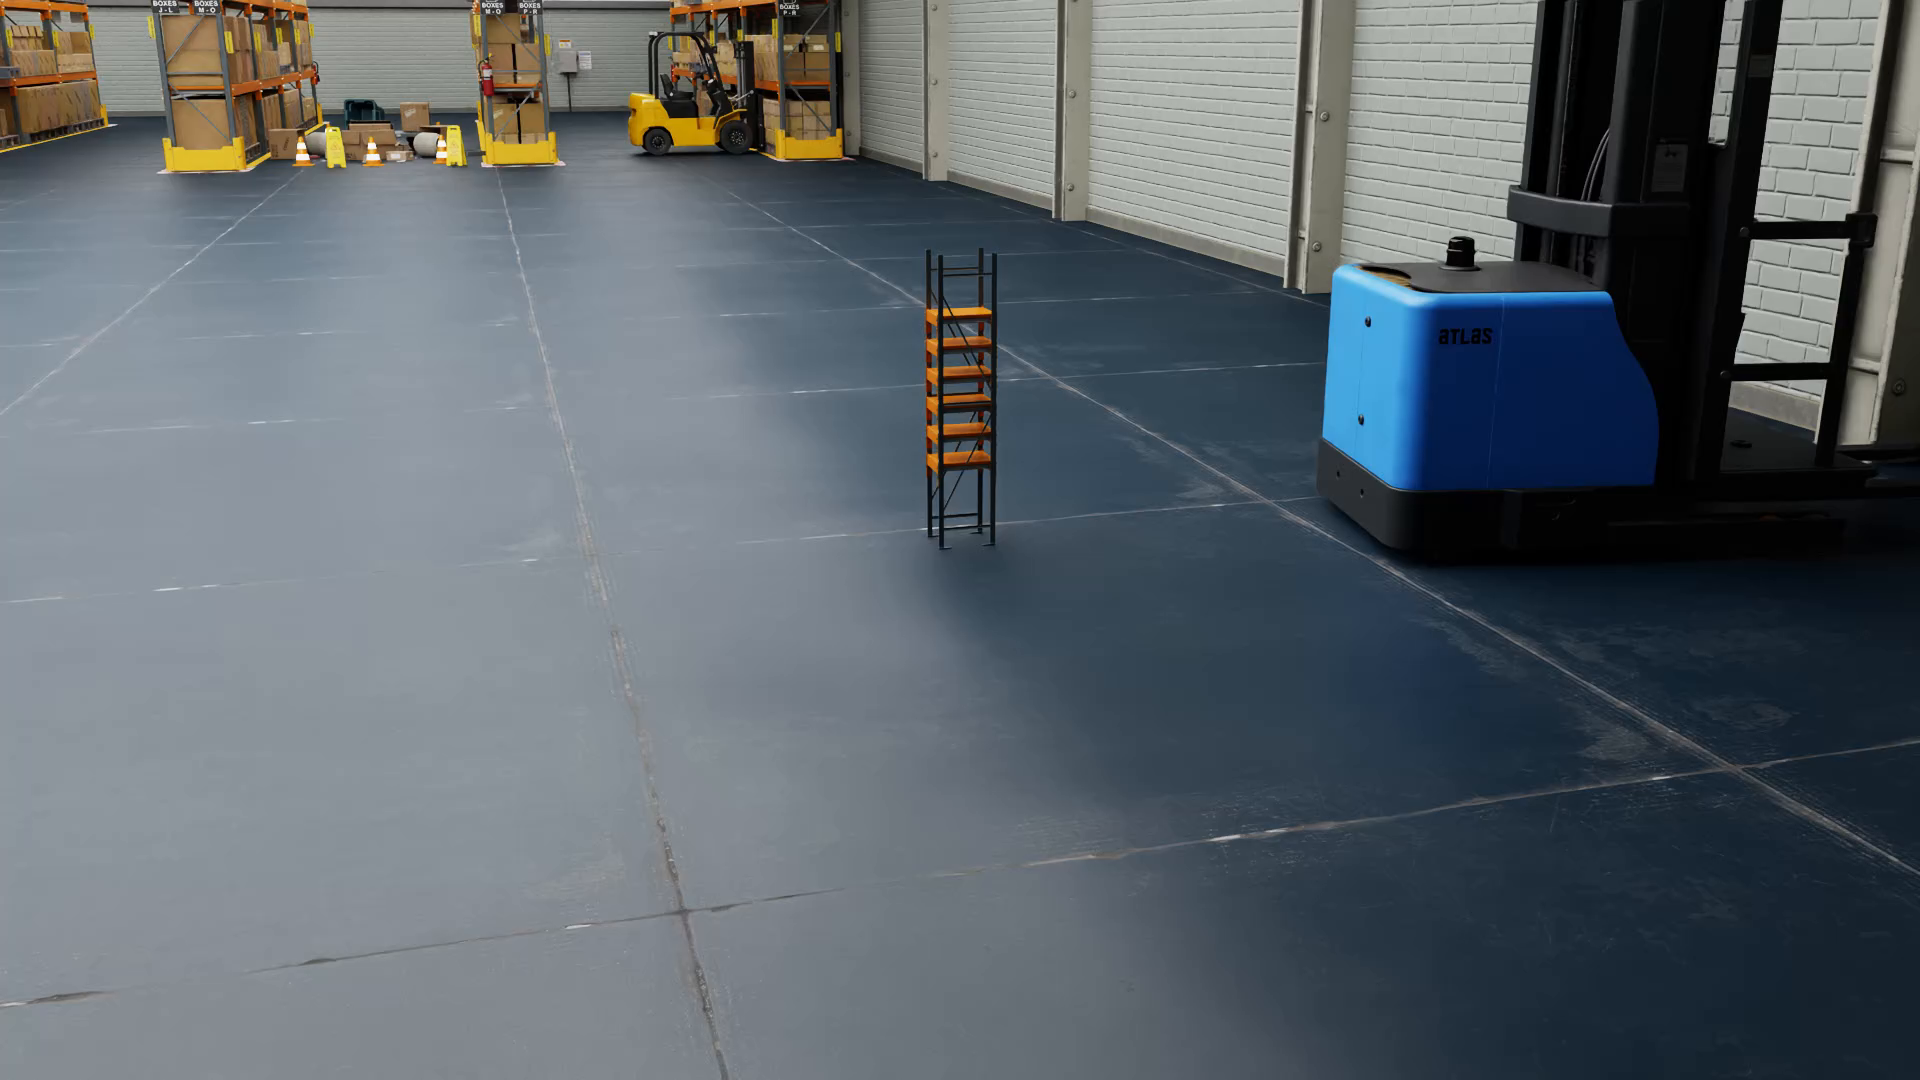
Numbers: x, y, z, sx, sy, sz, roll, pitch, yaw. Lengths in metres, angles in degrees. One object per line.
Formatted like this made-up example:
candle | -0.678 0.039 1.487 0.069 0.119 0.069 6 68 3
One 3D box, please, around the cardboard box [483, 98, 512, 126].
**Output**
cardboard box | -8.652 -8.021 31.187 0.500 0.500 0.500 -4 17 -13

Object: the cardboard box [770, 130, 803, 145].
cardboard box | -3.117 -7.239 29.886 0.500 0.250 0.500 -5 17 -15

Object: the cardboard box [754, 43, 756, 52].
cardboard box | -3.710 -9.317 31.455 0.380 0.149 0.250 -5 17 -16

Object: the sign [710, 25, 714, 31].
sign | -6.542 -13.419 43.850 0.100 0.325 0.005 -5 17 -15

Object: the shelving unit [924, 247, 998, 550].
shelving unit | 0.004 -0.571 6.766 0.258 1.200 0.189 -5 17 -15

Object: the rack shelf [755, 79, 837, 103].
rack shelf | -3.234 -8.458 31.146 1.077 0.370 4.000 -5 17 -15

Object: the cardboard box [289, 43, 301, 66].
cardboard box | -15.379 -11.103 38.011 0.500 0.500 0.500 -5 17 -16

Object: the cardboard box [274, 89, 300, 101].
cardboard box | -15.037 -9.933 37.117 0.500 0.250 0.500 -5 17 -17

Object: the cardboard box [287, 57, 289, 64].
cardboard box | -15.047 -10.602 36.738 0.380 0.149 0.250 -5 17 -15

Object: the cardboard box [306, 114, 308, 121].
cardboard box | -15.349 -9.791 38.560 0.380 0.149 0.250 -4 17 -14

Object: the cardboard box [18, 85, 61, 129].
cardboard box | -19.840 -9.153 35.172 1.225 0.875 0.875 -5 18 -17

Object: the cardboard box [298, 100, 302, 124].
cardboard box | -15.040 -9.575 37.229 0.500 0.500 0.500 -5 17 -16

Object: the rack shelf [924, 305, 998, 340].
rack shelf | 0.004 -0.873 6.675 0.258 0.103 0.180 -5 17 -15

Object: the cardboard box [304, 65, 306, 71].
cardboard box | -15.971 -11.390 40.094 0.380 0.149 0.250 -6 18 -18

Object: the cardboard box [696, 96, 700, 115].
cardboard box | -6.065 -10.421 40.046 0.500 0.500 0.500 -4 17 -13

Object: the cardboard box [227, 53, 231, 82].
cardboard box | -12.505 -7.758 27.304 0.875 0.550 0.550 -5 17 -15

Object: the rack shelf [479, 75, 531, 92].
rack shelf | -9.105 -9.171 33.520 1.077 0.370 4.000 -5 17 -15

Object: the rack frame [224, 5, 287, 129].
rack frame | -14.386 -9.649 33.862 1.000 3.000 0.127 -5 17 -15

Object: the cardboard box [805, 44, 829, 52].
cardboard box | -2.528 -8.722 29.474 0.380 0.149 0.250 -5 17 -17

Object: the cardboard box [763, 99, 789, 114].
cardboard box | -3.405 -7.995 30.665 0.500 0.250 0.500 -4 17 -15

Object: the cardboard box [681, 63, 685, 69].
cardboard box | -6.856 -12.011 42.159 0.380 0.149 0.250 -4 17 -14

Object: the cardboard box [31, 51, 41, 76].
cardboard box | -19.478 -9.912 34.560 0.500 0.500 0.500 -5 17 -15

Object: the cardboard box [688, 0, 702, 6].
cardboard box | -6.365 -12.961 40.109 0.380 0.149 0.250 -5 17 -16

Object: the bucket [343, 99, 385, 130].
bucket | -11.032 -7.848 30.912 0.726 0.611 0.620 1 7 4

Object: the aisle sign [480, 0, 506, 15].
aisle sign | -7.717 -9.061 27.384 0.394 0.787 0.004 -5 17 -15

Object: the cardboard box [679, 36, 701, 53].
cardboard box | -6.803 -12.543 41.936 0.500 0.500 0.500 -4 17 -14

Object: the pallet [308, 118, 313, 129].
pallet | -16.043 -9.941 39.681 1.003 0.211 1.213 -5 17 -15

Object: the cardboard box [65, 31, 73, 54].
cardboard box | -20.443 -11.255 37.646 0.500 0.500 0.500 -5 18 -17

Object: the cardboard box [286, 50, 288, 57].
cardboard box | -15.047 -10.743 36.692 0.380 0.149 0.250 -4 17 -13

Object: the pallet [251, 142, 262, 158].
pallet | -13.153 -6.991 29.859 1.003 0.211 1.213 -5 17 -15

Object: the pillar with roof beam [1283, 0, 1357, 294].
pillar with roof beam | -1.201 -6.067 11.508 9.100 9.000 0.400 -5 17 -15

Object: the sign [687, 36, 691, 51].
sign | -6.502 -11.938 39.977 0.100 0.325 0.005 -5 17 -15

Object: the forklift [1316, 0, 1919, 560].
forklift | 3.151 -1.486 6.806 3.031 2.935 1.130 -2 17 -6

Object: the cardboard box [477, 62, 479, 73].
cardboard box | -10.489 -10.536 37.073 0.500 0.250 0.500 -5 17 -16

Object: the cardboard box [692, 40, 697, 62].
cardboard box | -5.922 -11.523 39.195 0.700 0.500 0.500 -5 17 -15

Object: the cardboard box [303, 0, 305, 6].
cardboard box | -16.058 -12.982 40.002 0.500 0.250 0.500 -5 17 -15

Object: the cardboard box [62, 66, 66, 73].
cardboard box | -20.116 -10.452 36.971 0.380 0.149 0.250 -5 18 -17

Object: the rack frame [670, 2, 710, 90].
rack frame | -7.081 -12.675 43.935 1.000 3.000 0.127 -5 17 -15

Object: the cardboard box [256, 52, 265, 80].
cardboard box | -13.172 -8.758 30.719 0.500 0.500 0.500 -4 17 -15

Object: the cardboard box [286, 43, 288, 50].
cardboard box | -15.112 -10.952 36.870 0.380 0.149 0.250 -5 17 -17

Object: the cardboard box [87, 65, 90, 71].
cardboard box | -20.825 -11.164 39.340 0.380 0.149 0.250 -5 17 -15

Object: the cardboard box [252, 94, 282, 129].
cardboard box | -14.305 -8.598 33.541 1.050 0.750 0.750 -5 17 -16

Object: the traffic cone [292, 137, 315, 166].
traffic cone | -10.968 -6.481 27.723 0.336 0.463 0.334 -5 17 -15

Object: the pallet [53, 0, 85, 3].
pallet | -21.167 -12.688 38.917 1.003 0.211 1.213 -5 17 -15

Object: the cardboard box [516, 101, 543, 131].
cardboard box | -7.566 -7.495 29.436 0.500 0.500 0.500 -5 18 -17

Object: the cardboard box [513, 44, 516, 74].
cardboard box | -7.465 -8.342 28.819 0.500 0.500 0.500 -4 17 -14

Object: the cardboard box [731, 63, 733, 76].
cardboard box | -4.424 -9.681 34.228 0.500 0.250 0.500 -5 17 -15

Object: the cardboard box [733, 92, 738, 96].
cardboard box | -5.023 -10.235 38.298 0.380 0.149 0.250 -5 17 -16

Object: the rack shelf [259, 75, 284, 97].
rack shelf | -13.836 -8.752 32.124 1.077 0.370 4.000 -5 17 -15

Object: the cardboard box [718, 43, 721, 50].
cardboard box | -5.004 -10.636 35.844 0.380 0.149 0.250 -4 17 -14

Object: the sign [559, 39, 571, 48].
sign | -11.475 -14.414 48.287 0.339 0.242 0.001 -5 17 -15
